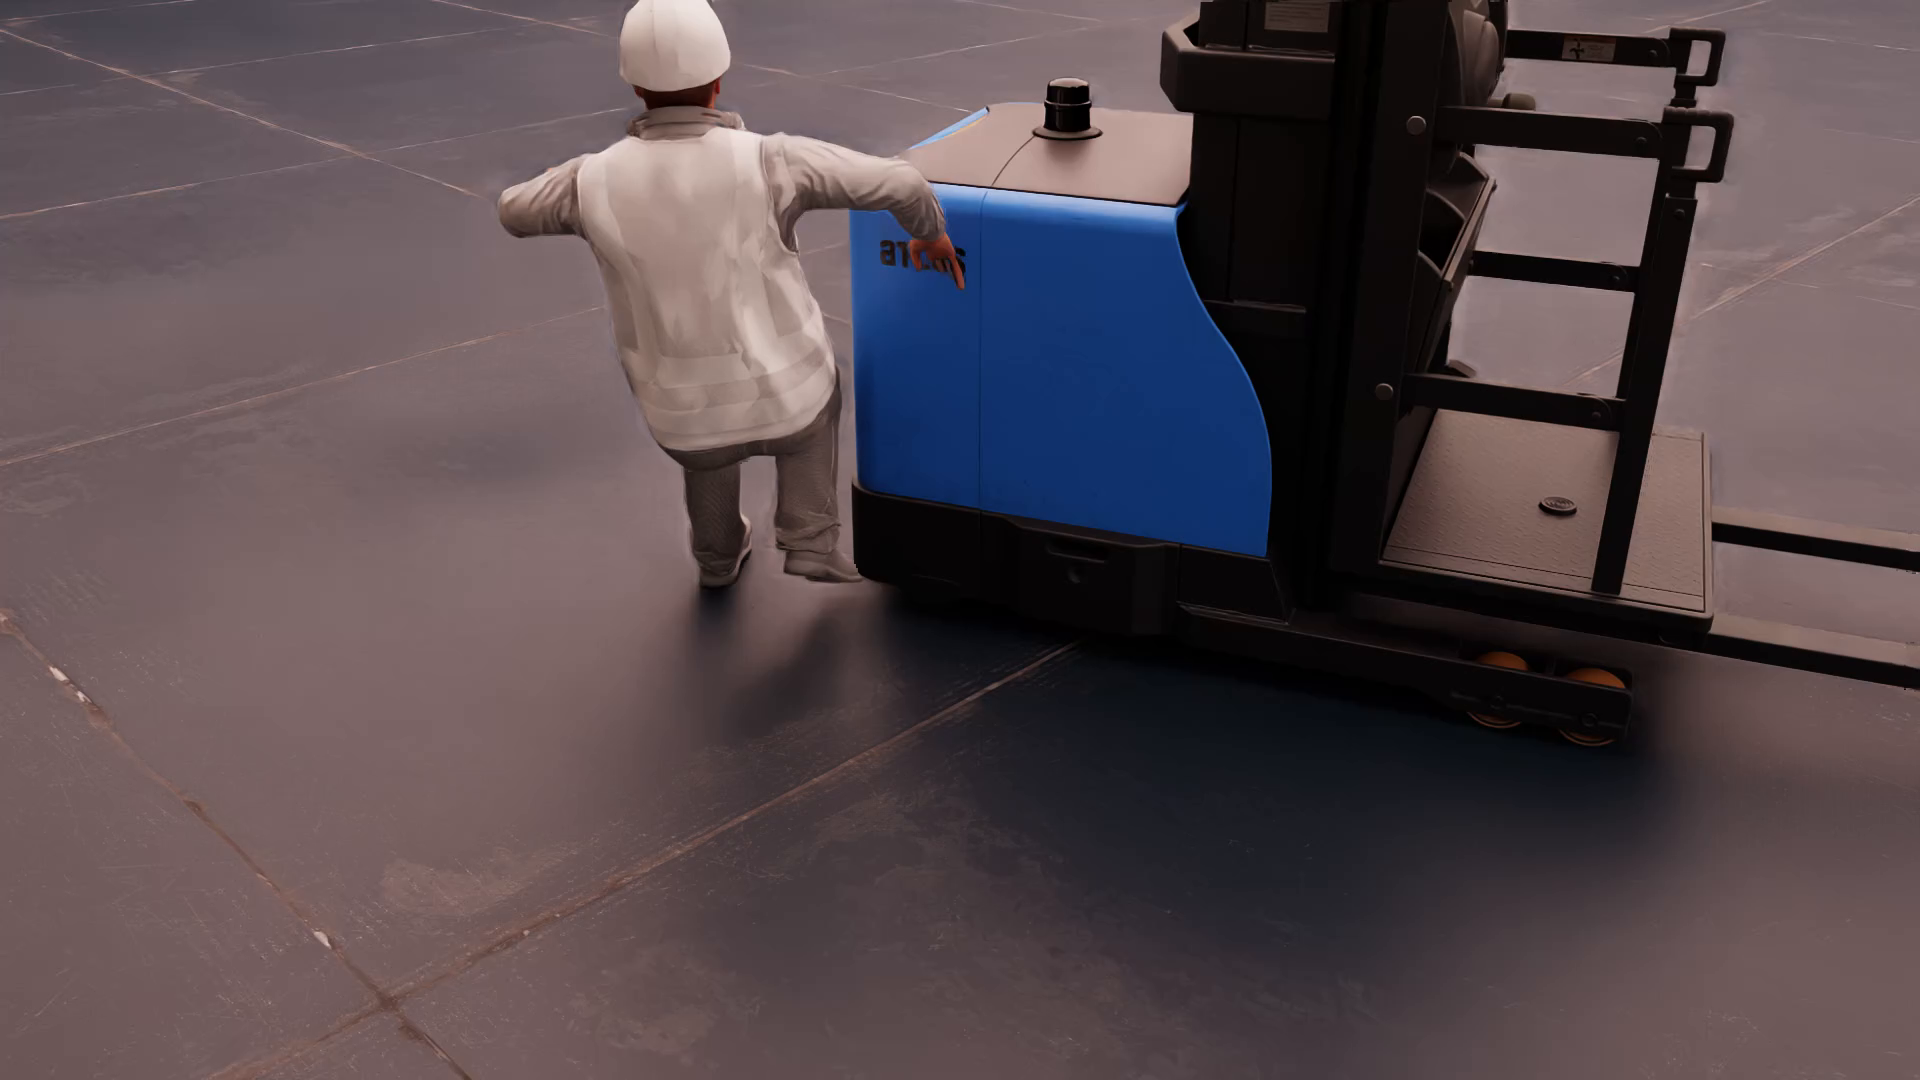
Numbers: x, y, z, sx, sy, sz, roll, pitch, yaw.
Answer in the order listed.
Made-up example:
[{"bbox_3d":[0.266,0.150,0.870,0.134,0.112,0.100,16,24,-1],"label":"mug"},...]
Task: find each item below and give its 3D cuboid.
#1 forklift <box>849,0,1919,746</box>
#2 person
[{"bbox_3d":[1.298,-1.132,3.522,3.031,2.935,1.130,10,28,19],"label":"forklift"},{"bbox_3d":[-0.504,-0.505,3.832,1.020,1.543,0.871,-2,26,-4],"label":"person"}]
